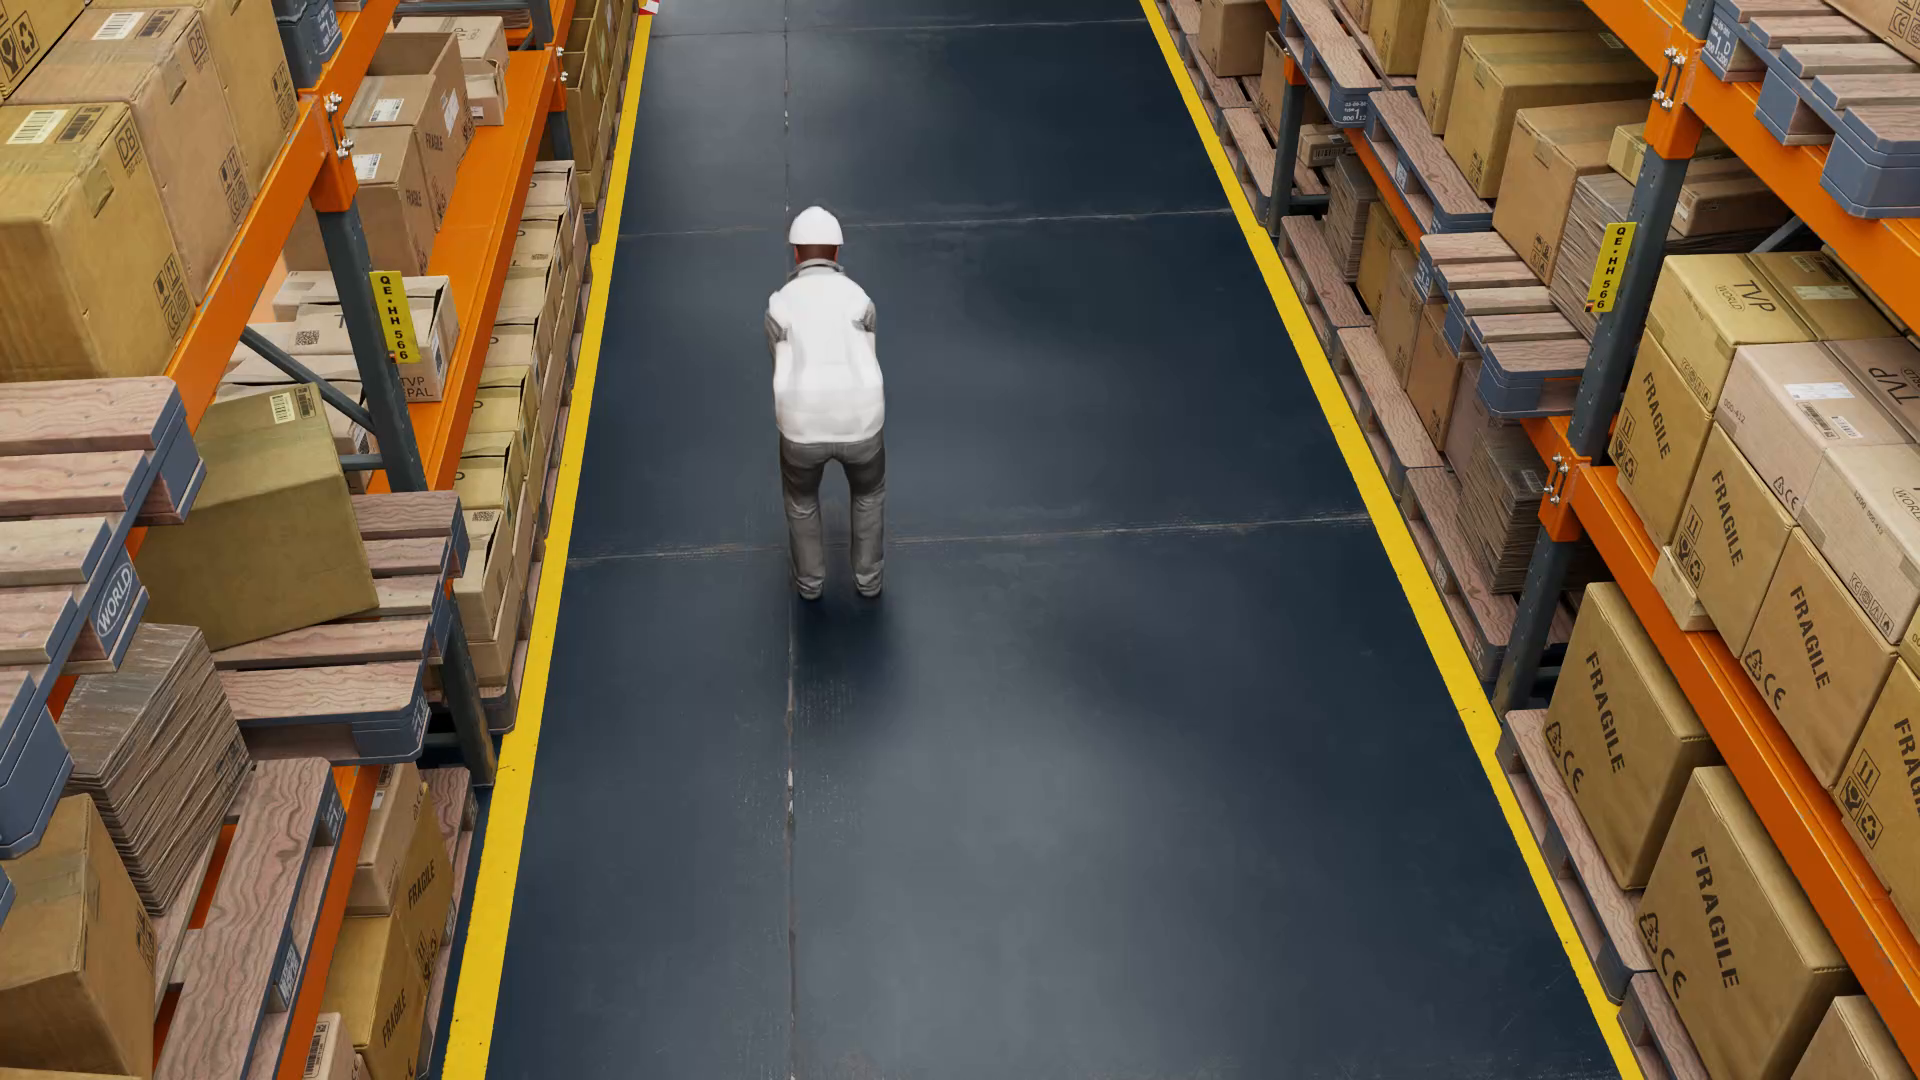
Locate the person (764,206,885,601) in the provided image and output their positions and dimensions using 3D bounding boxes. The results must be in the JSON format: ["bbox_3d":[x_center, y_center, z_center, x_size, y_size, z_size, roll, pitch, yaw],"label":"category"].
[{"bbox_3d":[-0.556,-0.544,6.952,0.467,1.597,0.794,-4,39,-5],"label":"person"}]
